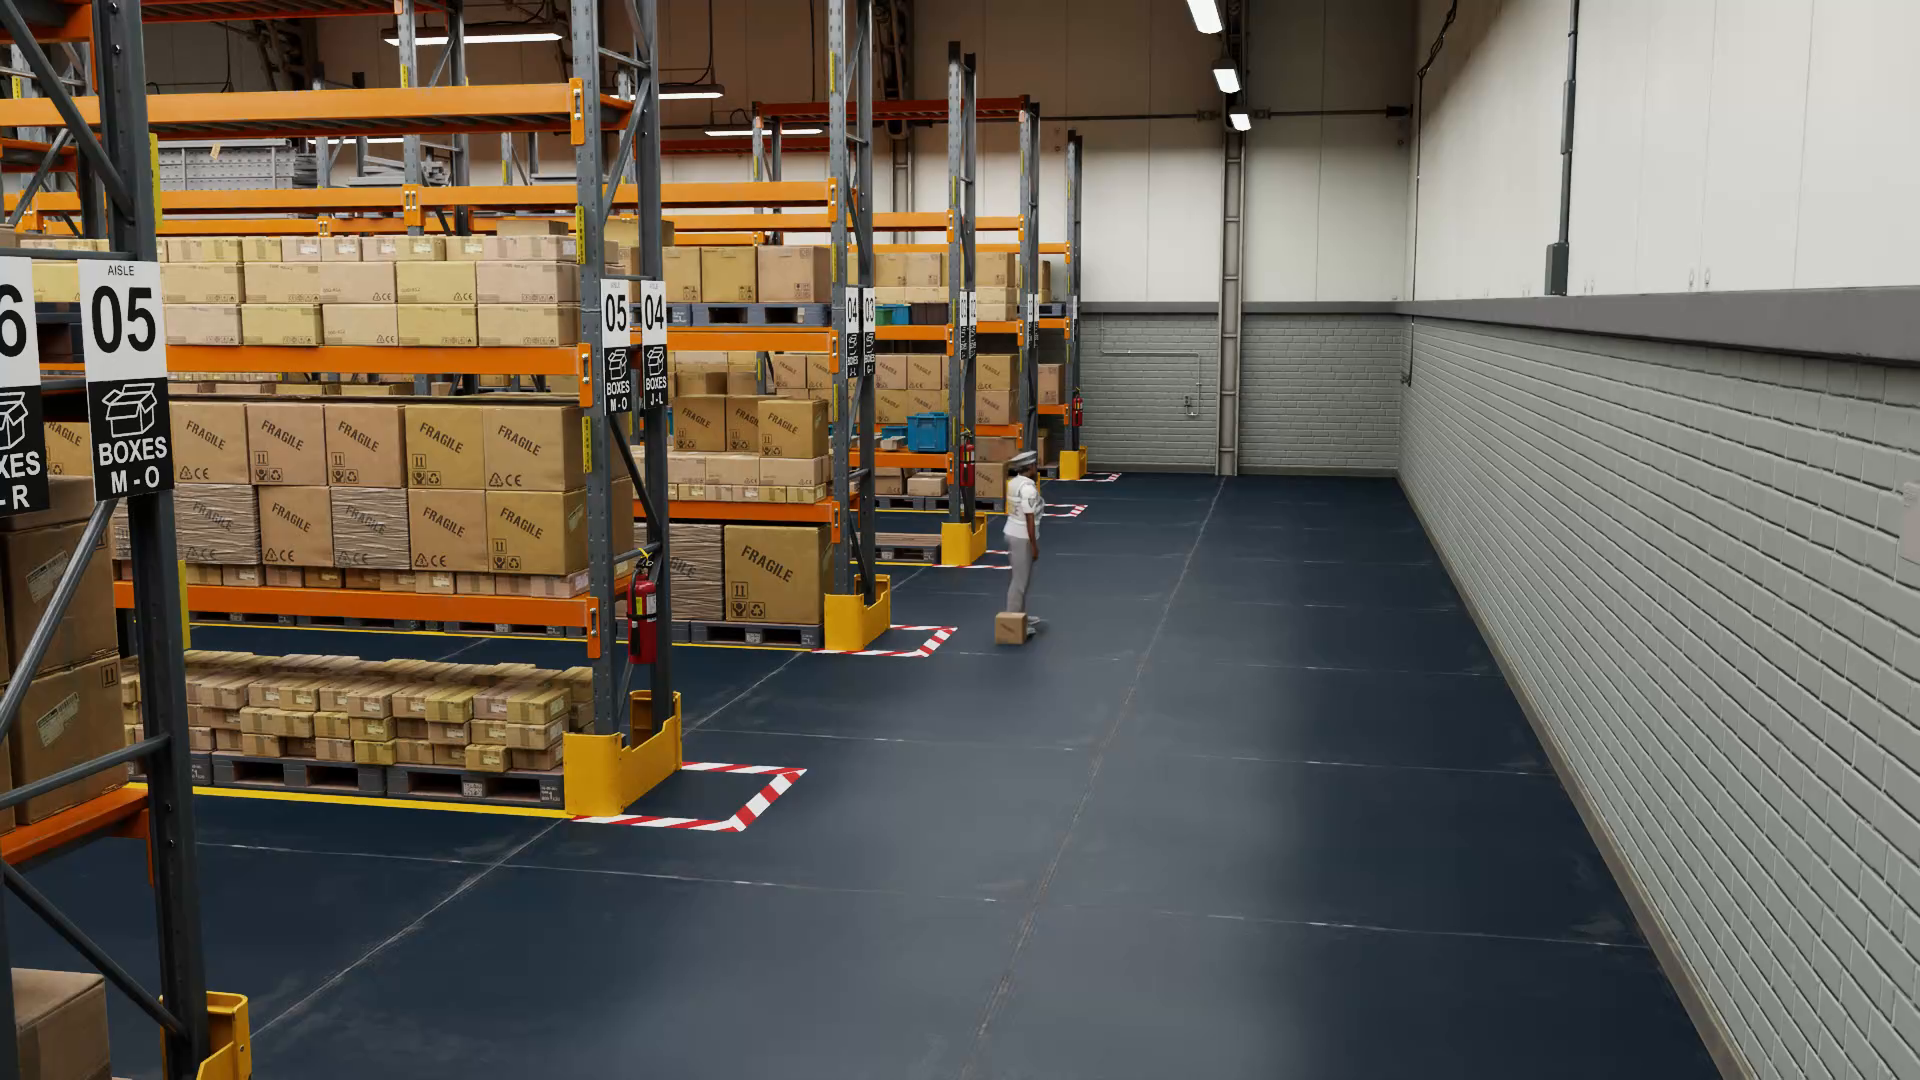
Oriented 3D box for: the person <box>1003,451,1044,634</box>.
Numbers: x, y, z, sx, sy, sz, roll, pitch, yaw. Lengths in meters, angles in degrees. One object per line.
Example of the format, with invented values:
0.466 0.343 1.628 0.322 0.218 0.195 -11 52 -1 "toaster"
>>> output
0.602 0.011 15.530 0.429 1.677 0.537 -2 8 -16 "person"
